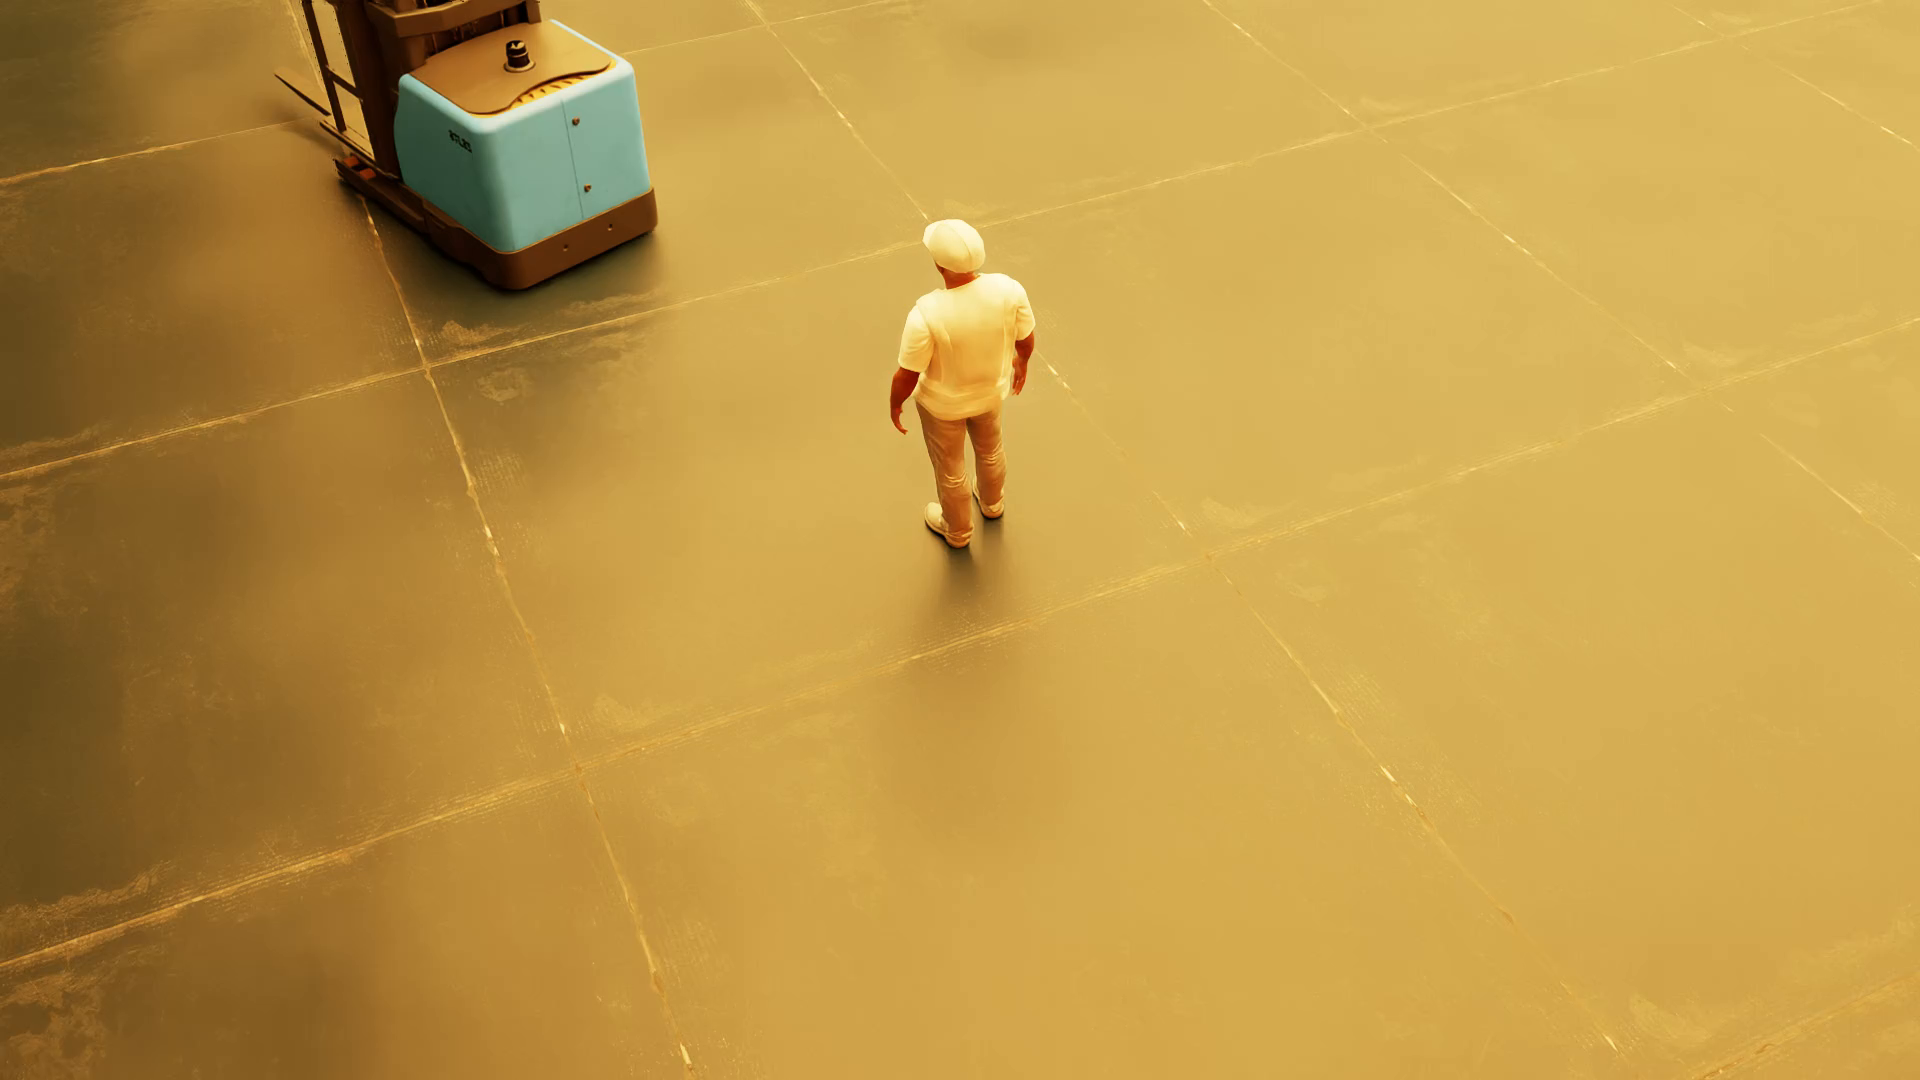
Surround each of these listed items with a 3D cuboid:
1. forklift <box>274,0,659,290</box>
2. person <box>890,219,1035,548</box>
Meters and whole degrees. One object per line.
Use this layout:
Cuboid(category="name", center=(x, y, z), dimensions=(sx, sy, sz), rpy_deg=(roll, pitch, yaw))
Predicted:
Cuboid(category="forklift", center=(-3.147, -3.363, 9.283), dimensions=(1.130, 2.935, 3.031), rpy_deg=(-34, 52, -31))
Cuboid(category="person", center=(-0.024, -0.696, 7.269), dimensions=(0.665, 1.768, 0.575), rpy_deg=(-18, 46, -18))
